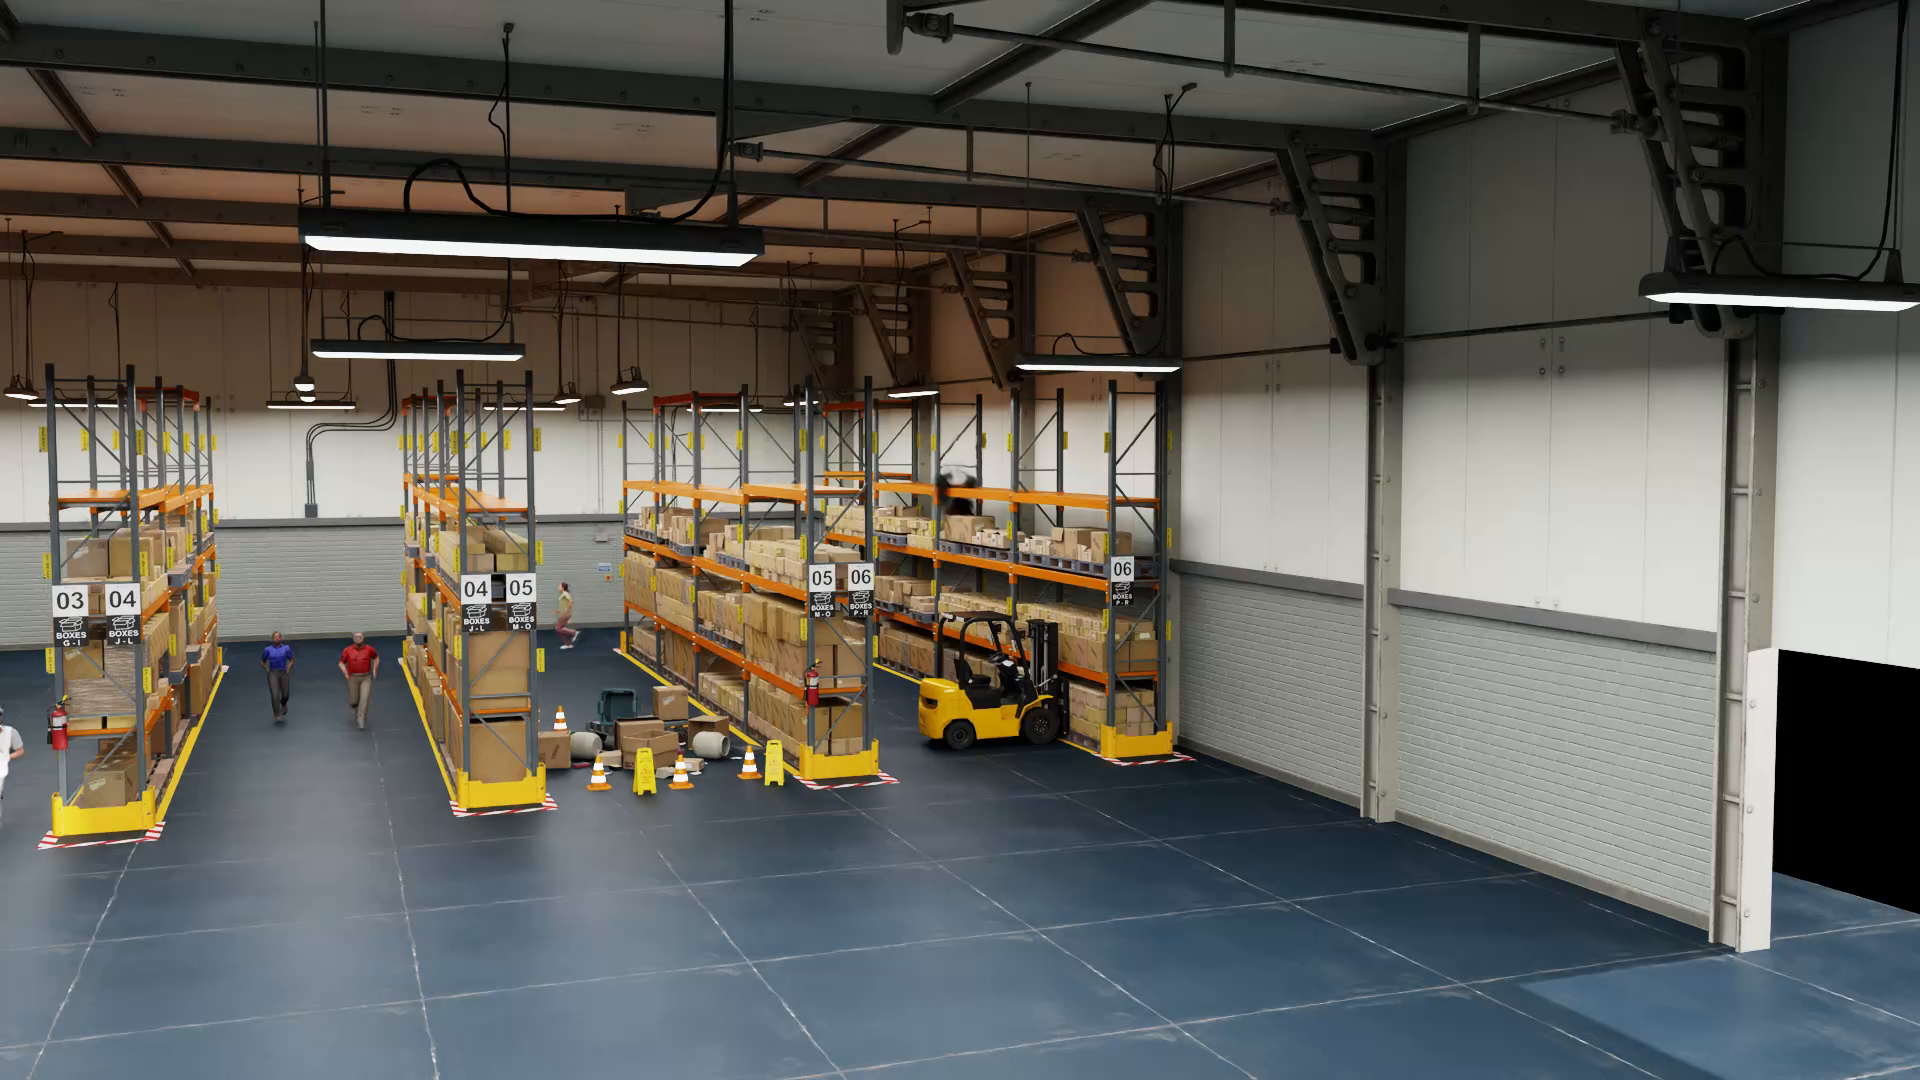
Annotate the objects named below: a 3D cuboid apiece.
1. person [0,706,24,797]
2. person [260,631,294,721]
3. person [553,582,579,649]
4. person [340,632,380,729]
[{"bbox_3d":[-11.997,2.927,20.610,0.702,1.793,0.921,-3,4,-41],"label":"person"},{"bbox_3d":[-12.286,2.448,29.939,0.573,1.604,0.570,-2,4,-26],"label":"person"},{"bbox_3d":[-9.574,1.836,40.375,0.610,1.625,0.597,-1,3,-17],"label":"person"},{"bbox_3d":[-10.556,2.458,29.280,0.677,1.685,0.835,-1,4,-23],"label":"person"}]
